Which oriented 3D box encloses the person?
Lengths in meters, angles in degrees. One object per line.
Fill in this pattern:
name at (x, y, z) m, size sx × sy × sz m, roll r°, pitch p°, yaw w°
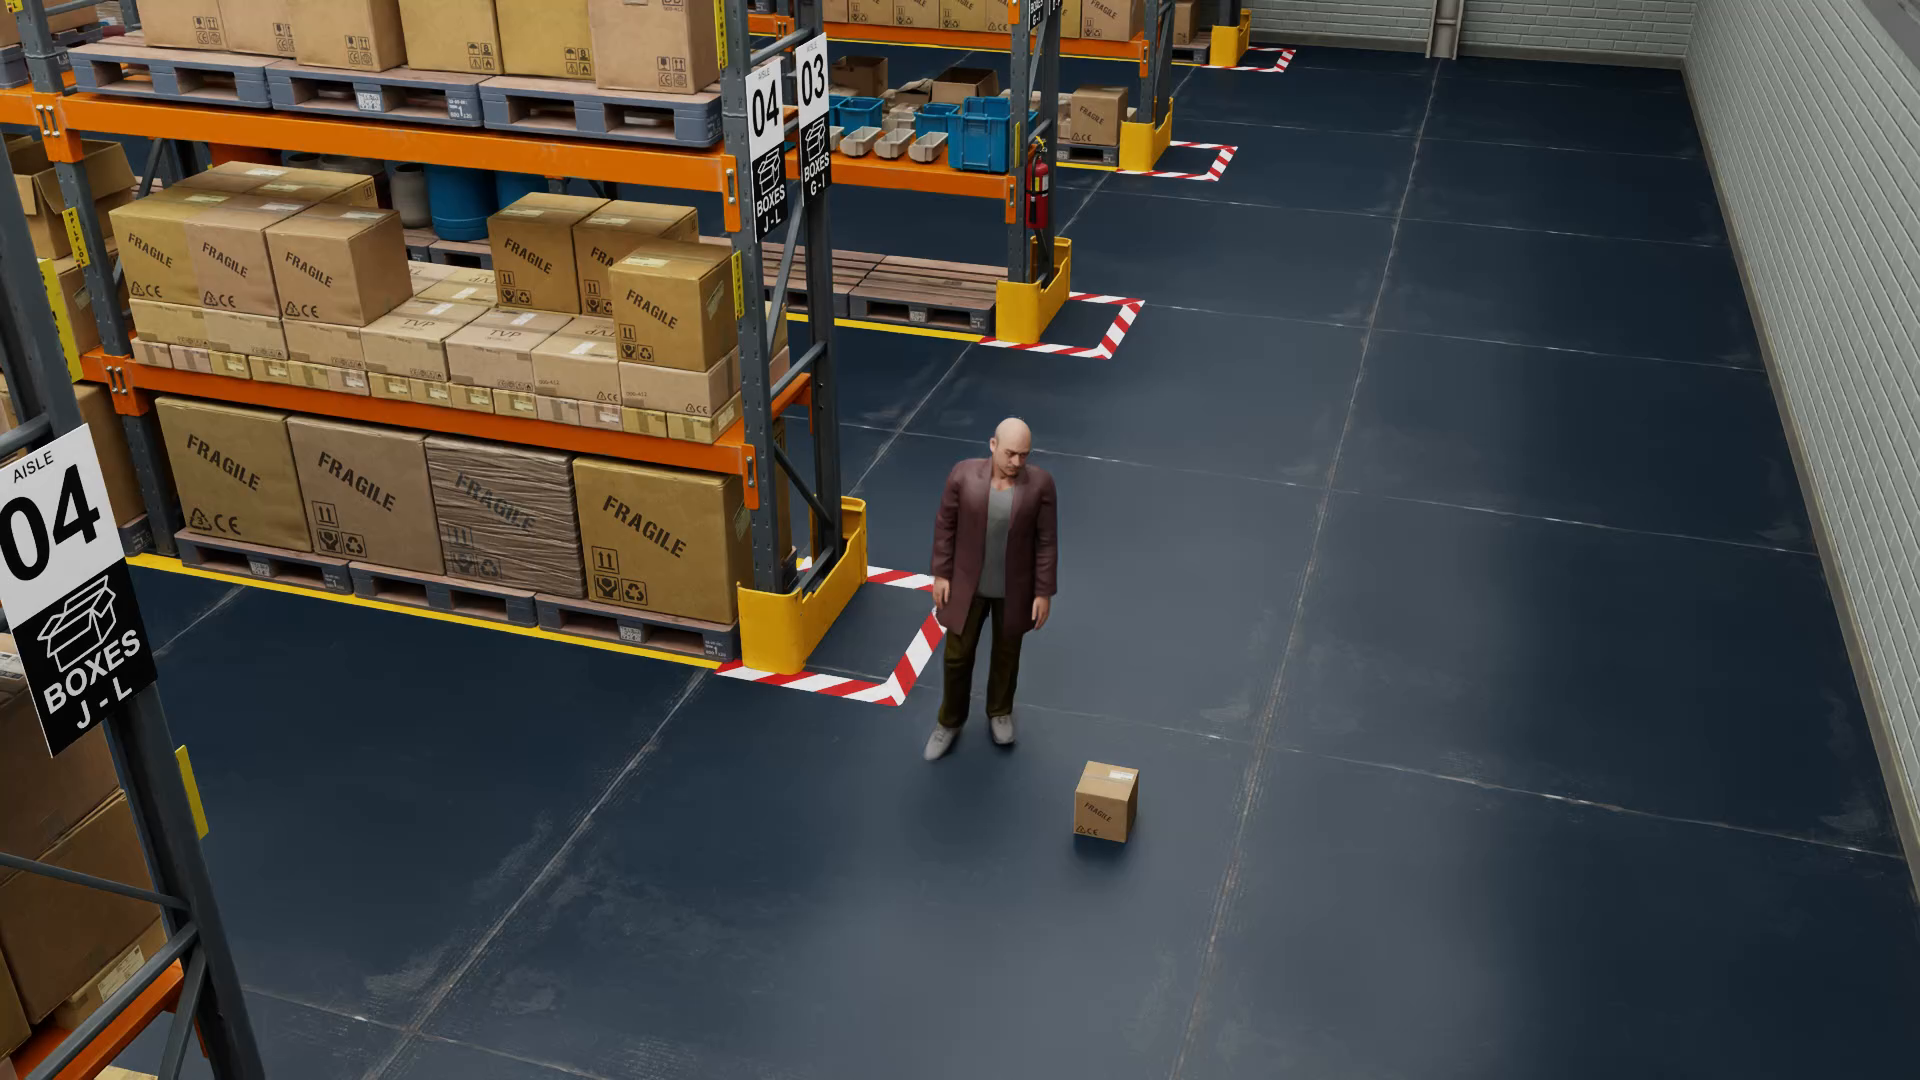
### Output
person at (0.148, 0.267, 8.128) m, size 0.652 × 1.741 × 0.456 m, roll 2°, pitch 29°, yaw 3°
